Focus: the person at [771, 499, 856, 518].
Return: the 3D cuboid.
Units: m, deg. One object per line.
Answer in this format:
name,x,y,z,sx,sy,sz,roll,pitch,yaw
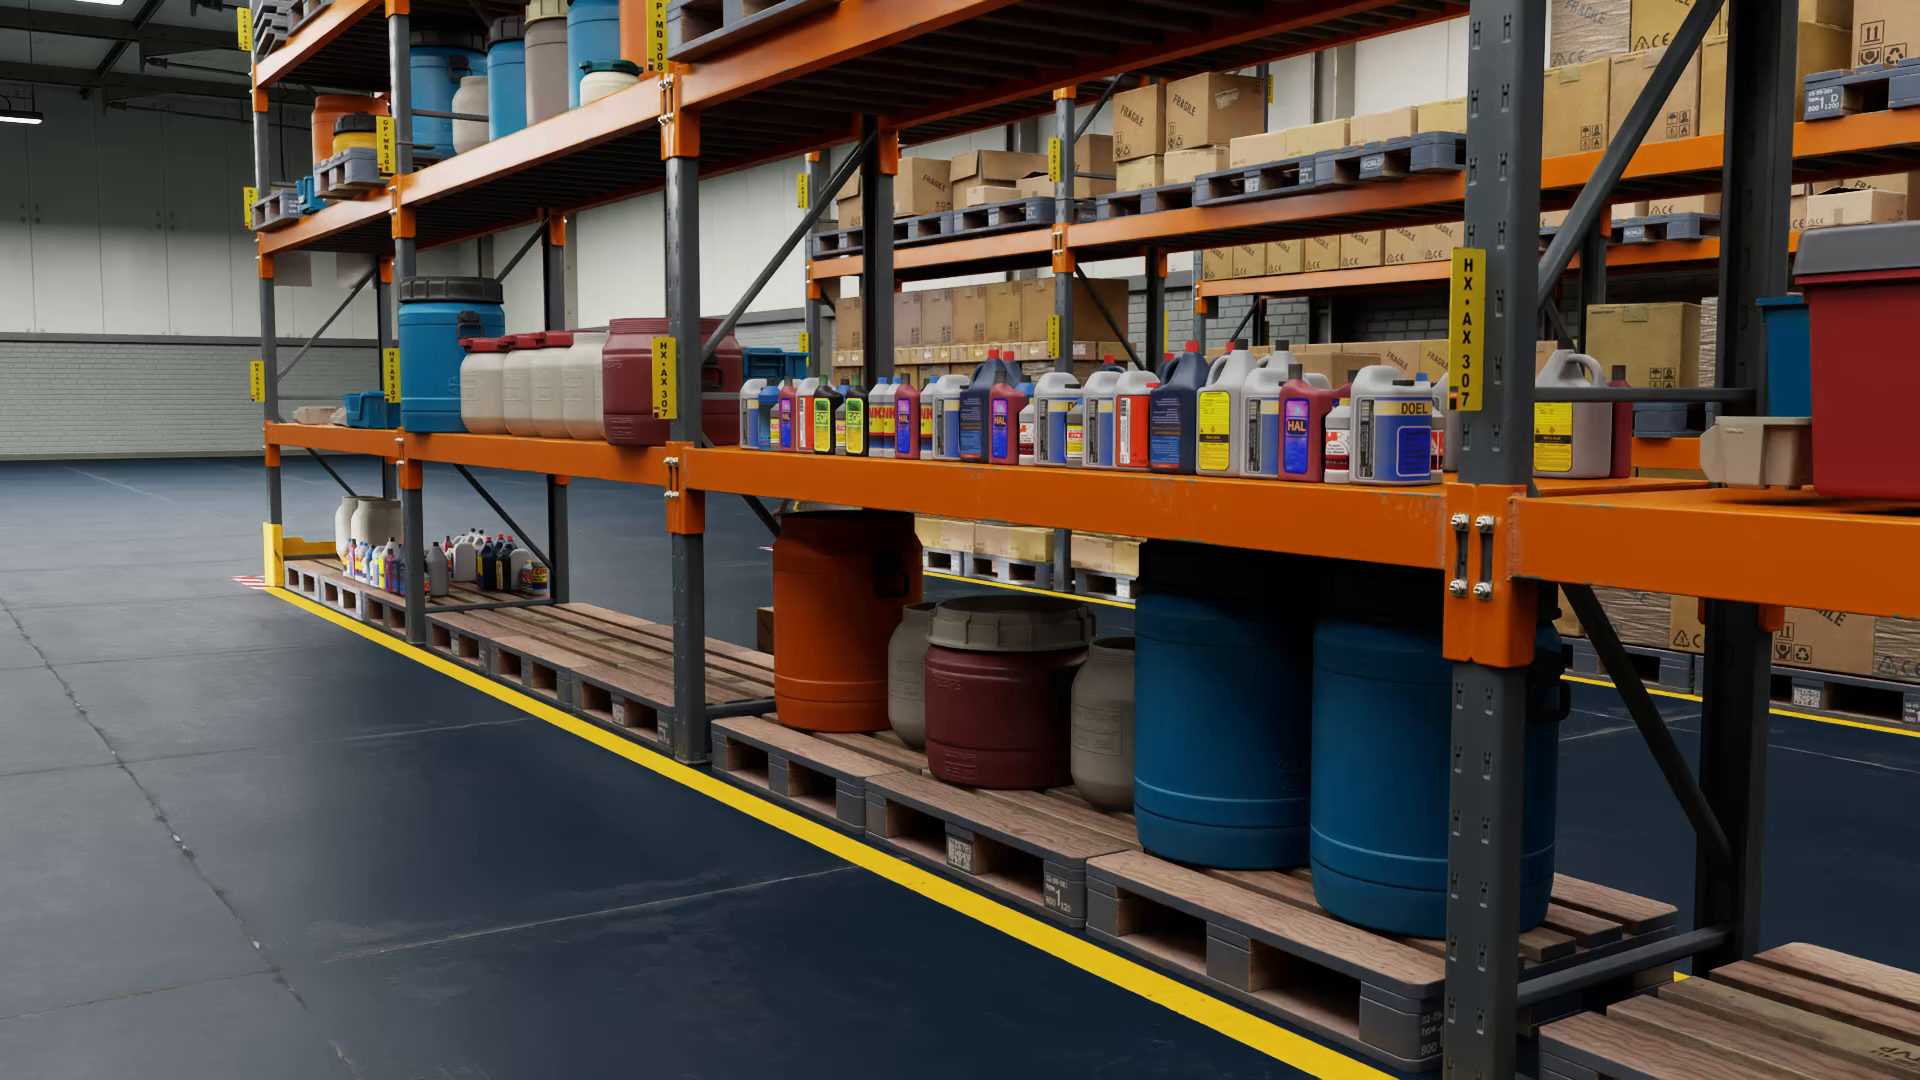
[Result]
person,-0.806,-0.091,9.425,0.544,1.558,0.428,4,6,39
